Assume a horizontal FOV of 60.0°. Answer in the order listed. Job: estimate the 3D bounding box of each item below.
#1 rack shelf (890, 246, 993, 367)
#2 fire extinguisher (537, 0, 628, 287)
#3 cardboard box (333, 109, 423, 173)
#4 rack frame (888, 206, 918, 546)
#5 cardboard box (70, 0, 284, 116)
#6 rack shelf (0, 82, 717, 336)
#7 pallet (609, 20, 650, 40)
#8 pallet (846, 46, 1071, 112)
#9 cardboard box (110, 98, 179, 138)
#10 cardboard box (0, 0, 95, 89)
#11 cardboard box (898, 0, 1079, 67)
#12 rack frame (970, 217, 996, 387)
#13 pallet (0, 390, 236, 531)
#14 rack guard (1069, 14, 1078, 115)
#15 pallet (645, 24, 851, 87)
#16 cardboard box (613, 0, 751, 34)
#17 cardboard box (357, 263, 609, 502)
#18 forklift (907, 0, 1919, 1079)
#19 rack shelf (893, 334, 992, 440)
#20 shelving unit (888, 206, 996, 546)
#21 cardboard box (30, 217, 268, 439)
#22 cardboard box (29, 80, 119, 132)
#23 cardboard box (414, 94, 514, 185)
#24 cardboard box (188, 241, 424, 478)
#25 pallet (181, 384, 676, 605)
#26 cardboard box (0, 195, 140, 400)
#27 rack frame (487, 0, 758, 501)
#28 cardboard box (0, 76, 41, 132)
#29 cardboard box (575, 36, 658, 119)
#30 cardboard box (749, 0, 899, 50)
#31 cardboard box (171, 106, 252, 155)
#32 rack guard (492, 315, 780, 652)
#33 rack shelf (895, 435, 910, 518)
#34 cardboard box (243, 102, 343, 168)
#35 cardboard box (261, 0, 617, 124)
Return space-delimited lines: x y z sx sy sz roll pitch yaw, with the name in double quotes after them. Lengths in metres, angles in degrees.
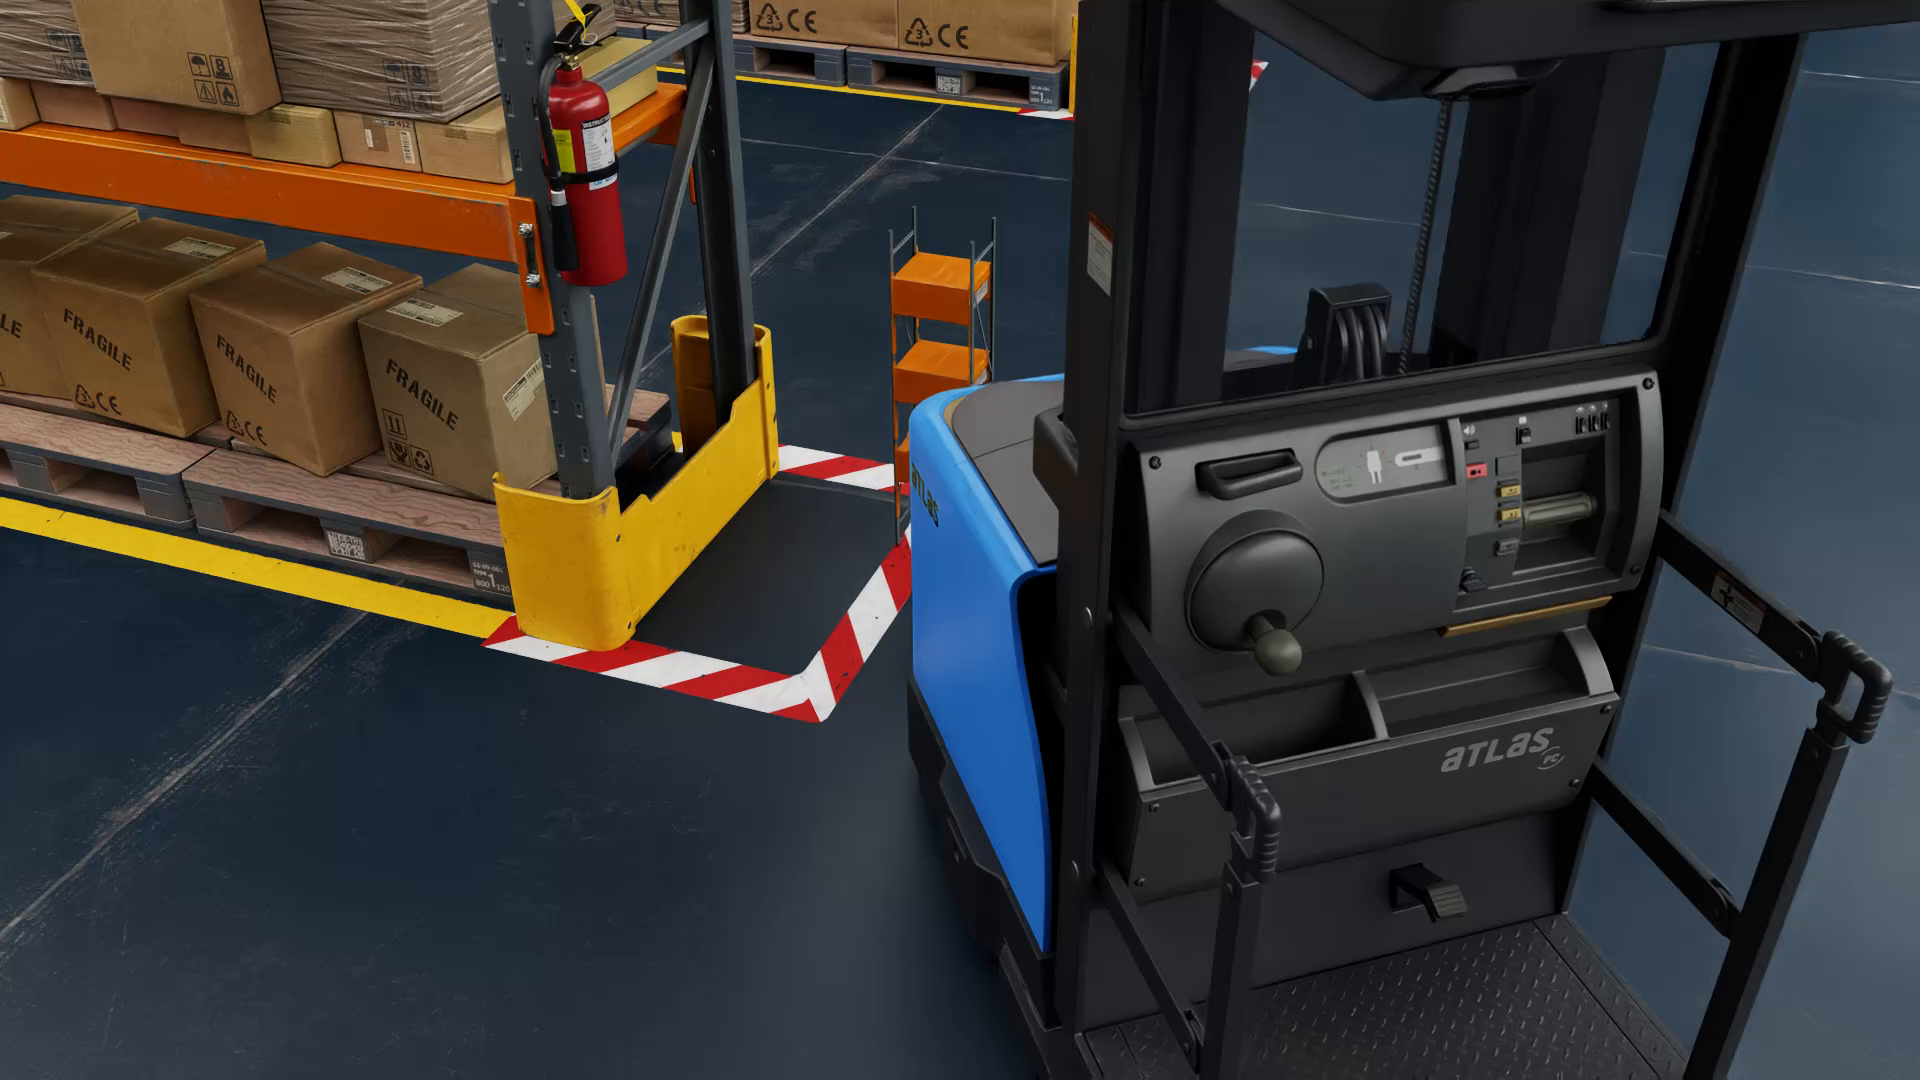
-0.050 -0.680 4.832 0.240 0.259 0.215 11 34 16 "rack shelf"
-0.928 -0.958 4.039 0.183 0.674 0.296 11 34 16 "fire extinguisher"
-1.453 -1.134 4.472 0.250 0.149 0.380 11 34 16 "cardboard box"
-0.165 -0.473 5.015 0.008 1.050 0.200 11 34 16 "rack frame"
-1.900 -1.558 4.532 0.500 0.500 0.875 11 34 16 "cardboard box"
-2.763 -1.310 5.177 4.000 0.370 1.077 11 34 16 "rack shelf"
-2.188 -3.142 9.922 1.213 0.211 1.003 11 34 16 "pallet"
0.109 -2.695 9.230 1.213 0.211 1.003 11 34 16 "pallet"
-2.157 -1.274 4.689 0.250 0.149 0.380 11 34 16 "cardboard box"
-2.356 -1.672 4.708 0.500 0.500 0.875 11 34 16 "cardboard box"
0.228 -3.135 8.911 0.875 0.875 0.875 11 35 17 "cardboard box"
0.065 -0.428 4.946 0.008 1.050 0.200 11 34 16 "rack frame"
-2.849 -0.480 5.798 1.213 0.211 1.003 11 34 16 "pallet"
0.911 -2.706 8.980 0.348 0.500 1.175 11 34 16 "rack guard"
-1.035 -2.920 9.577 1.213 0.211 1.003 11 34 16 "pallet"
-1.459 -3.462 9.419 0.875 0.875 0.875 11 35 17 "cardboard box"
-1.462 -0.495 5.169 0.500 0.500 0.500 18 37 25 "cardboard box"
0.790 0.023 2.513 1.130 2.935 3.031 -10 34 -14 "forklift"
-0.050 -0.442 4.986 0.240 0.259 0.215 11 34 16 "rack shelf"
-0.050 -0.451 4.980 0.252 1.050 0.215 11 34 16 "shelving unit"
-2.620 -0.712 5.504 0.500 0.500 0.500 14 35 21 "cardboard box"
-2.400 -1.308 4.742 0.250 0.149 0.380 11 34 16 "cardboard box"
-1.218 -1.088 4.401 0.250 0.149 0.380 11 34 16 "cardboard box"
-2.037 -0.587 5.312 0.500 0.500 0.500 21 38 29 "cardboard box"
-1.705 -0.256 5.451 1.213 0.211 1.003 11 34 16 "pallet"
-3.130 -0.837 5.698 0.500 0.500 0.500 8 34 12 "cardboard box"
-0.880 -1.246 4.415 0.127 3.000 1.000 11 34 16 "rack frame"
-2.666 -1.308 4.743 0.250 0.149 0.380 11 34 16 "cardboard box"
-1.068 -1.315 4.752 0.250 0.149 0.380 11 34 16 "cardboard box"
-0.601 -3.295 9.159 0.875 0.875 0.875 10 34 16 "cardboard box"
-1.936 -1.207 4.585 0.250 0.149 0.380 11 34 16 "cardboard box"
-0.952 -0.210 5.115 0.348 0.500 1.175 11 34 16 "rack guard"
-0.050 -0.208 5.137 0.240 0.259 0.215 11 34 16 "rack shelf"
-1.706 -1.153 4.502 0.250 0.149 0.380 11 34 16 "cardboard box"
-1.389 -1.528 4.485 0.500 0.500 0.875 11 34 16 "cardboard box"
